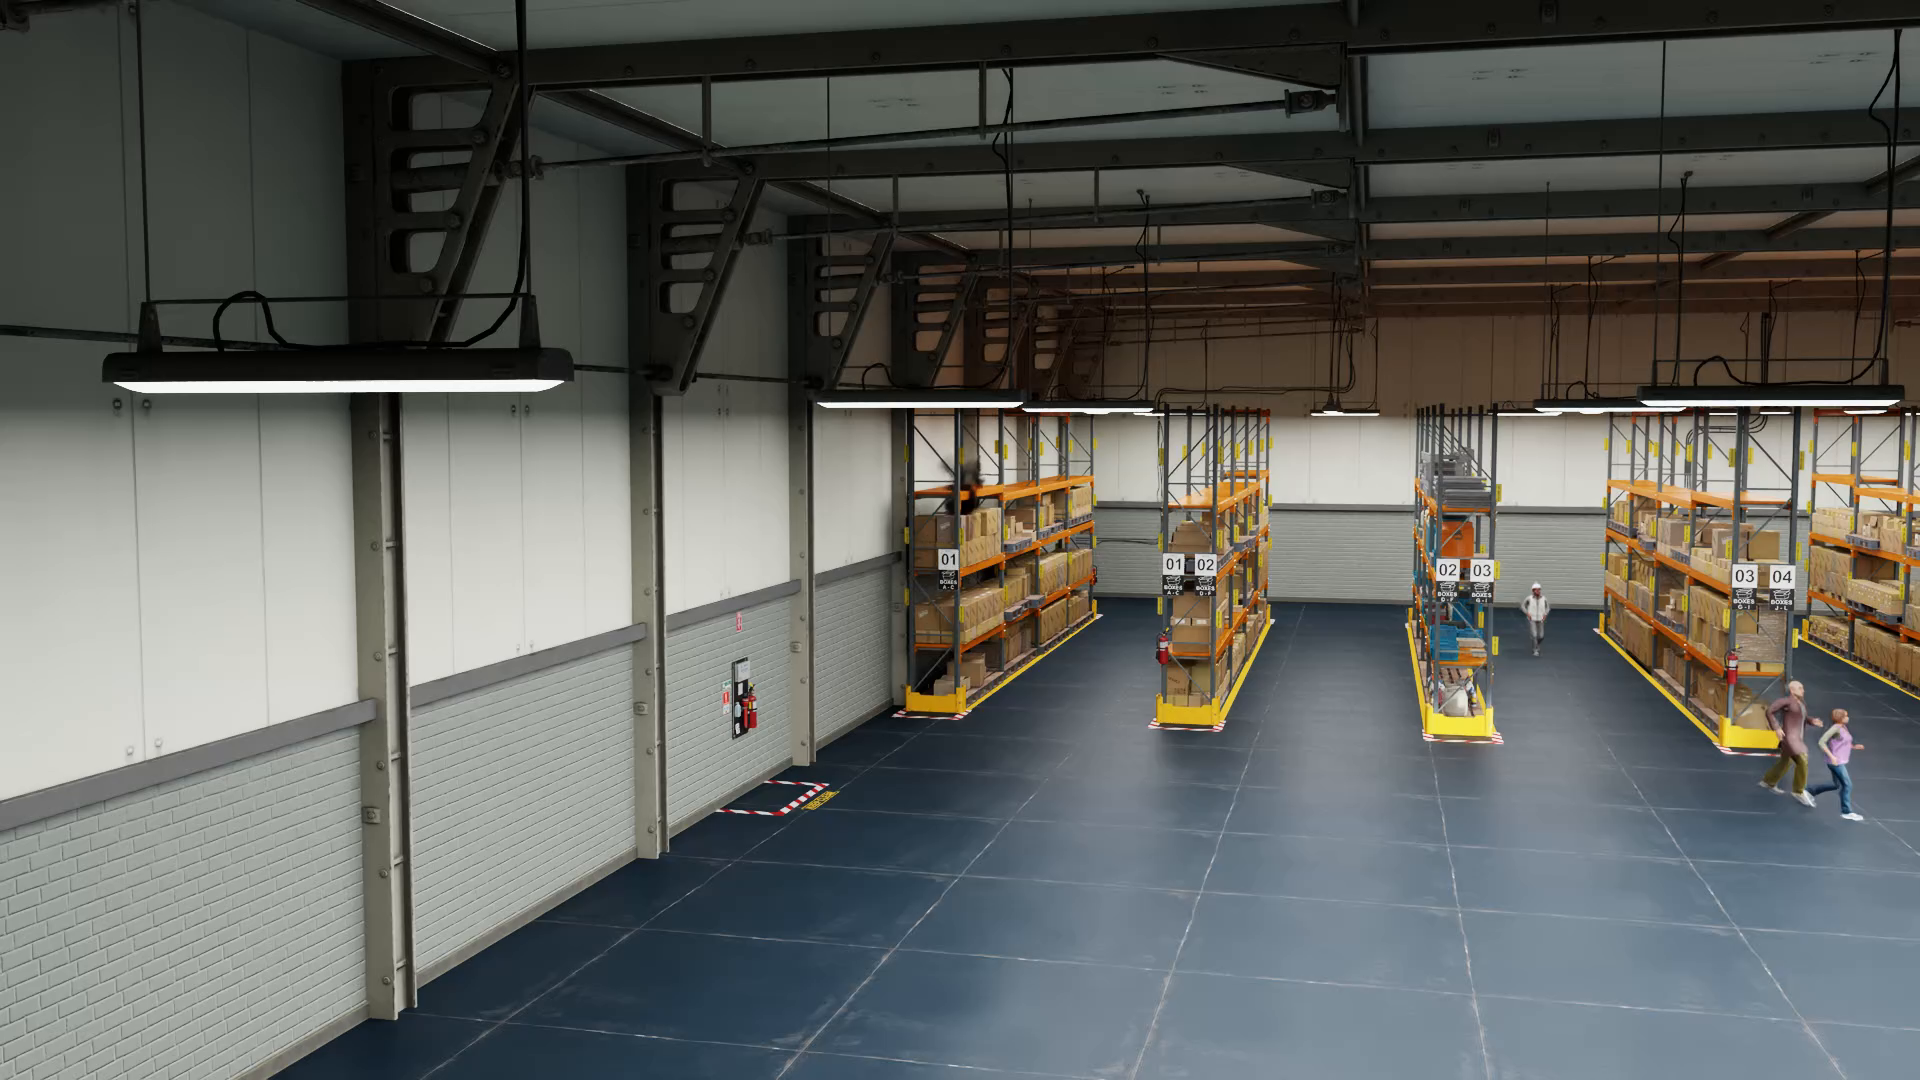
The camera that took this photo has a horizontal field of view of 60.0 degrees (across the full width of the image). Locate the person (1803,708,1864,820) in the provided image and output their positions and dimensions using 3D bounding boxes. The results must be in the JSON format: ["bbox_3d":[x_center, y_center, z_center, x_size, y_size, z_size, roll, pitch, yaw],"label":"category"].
[{"bbox_3d":[12.519,3.186,23.829,0.804,1.575,0.538,4,5,40],"label":"person"}]

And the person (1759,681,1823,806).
[{"bbox_3d":[12.468,3.023,24.975,0.688,1.841,0.873,-4,6,-43],"label":"person"}]

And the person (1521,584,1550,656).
[{"bbox_3d":[13.947,1.925,40.305,0.674,1.745,0.591,1,4,7],"label":"person"}]
